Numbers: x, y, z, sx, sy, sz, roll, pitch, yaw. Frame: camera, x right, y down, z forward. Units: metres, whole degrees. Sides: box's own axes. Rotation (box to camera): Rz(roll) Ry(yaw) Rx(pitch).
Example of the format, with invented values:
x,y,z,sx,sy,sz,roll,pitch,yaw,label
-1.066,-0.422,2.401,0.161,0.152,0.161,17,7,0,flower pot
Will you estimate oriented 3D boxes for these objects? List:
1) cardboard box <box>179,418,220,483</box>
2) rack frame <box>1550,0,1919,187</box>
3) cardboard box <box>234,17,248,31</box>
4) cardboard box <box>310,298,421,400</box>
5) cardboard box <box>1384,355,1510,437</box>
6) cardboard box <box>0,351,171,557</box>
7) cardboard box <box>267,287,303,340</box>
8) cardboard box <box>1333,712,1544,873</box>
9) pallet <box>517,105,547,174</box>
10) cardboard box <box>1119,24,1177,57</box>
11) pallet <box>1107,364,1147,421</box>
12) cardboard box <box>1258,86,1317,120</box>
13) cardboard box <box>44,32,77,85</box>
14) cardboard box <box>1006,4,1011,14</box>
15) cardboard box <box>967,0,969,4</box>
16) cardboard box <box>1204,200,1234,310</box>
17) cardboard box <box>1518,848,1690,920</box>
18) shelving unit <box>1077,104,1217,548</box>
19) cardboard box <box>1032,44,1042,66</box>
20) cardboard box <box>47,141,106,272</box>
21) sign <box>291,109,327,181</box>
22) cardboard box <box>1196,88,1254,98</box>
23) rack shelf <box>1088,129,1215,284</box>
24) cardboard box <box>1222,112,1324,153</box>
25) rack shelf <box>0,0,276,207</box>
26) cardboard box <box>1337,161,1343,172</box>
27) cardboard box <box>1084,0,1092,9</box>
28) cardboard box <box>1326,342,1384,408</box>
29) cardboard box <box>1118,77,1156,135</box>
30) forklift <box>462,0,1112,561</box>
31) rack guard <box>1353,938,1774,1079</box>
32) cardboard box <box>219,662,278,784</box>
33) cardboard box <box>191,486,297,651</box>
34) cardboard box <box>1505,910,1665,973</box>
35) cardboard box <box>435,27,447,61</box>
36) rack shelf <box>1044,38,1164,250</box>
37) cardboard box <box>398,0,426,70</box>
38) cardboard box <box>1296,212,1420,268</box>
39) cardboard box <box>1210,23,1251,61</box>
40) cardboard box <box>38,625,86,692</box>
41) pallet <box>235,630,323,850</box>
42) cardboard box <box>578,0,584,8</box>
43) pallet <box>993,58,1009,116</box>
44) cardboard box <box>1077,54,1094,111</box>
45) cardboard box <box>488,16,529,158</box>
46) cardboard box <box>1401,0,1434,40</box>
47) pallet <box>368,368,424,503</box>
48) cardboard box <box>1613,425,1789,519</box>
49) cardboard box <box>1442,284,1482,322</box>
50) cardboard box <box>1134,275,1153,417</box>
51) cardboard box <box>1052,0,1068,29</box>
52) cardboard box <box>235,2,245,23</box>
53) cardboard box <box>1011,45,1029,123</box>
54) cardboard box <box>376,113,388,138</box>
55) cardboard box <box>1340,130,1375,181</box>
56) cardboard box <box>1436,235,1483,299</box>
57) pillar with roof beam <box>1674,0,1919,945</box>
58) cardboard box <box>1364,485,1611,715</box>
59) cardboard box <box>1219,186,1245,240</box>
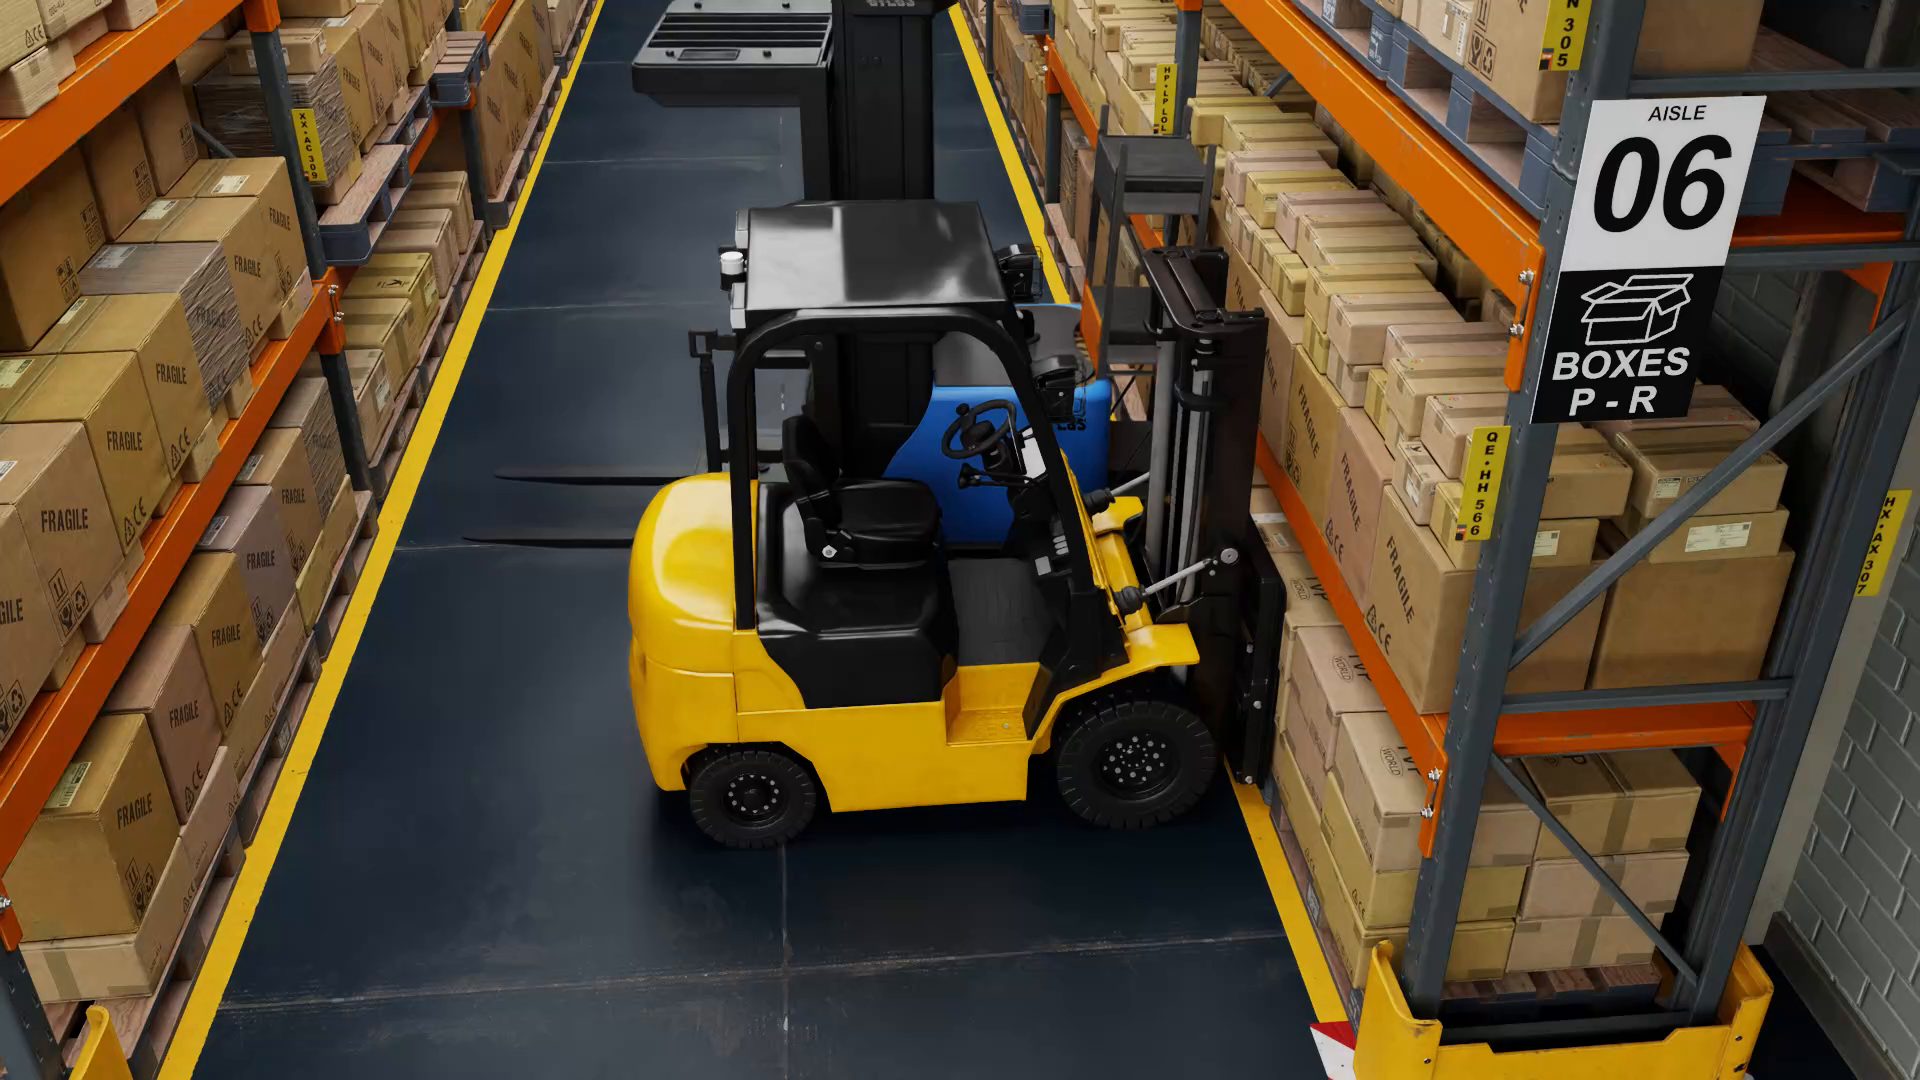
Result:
x,y,z,sx,sy,sz,roll,pitch,yaw,label
-2.966,-0.325,6.114,0.380,0.149,0.250,-2,31,-4,cardboard box
1.863,-2.136,3.050,1.000,3.000,0.127,-3,31,-5,rack frame
-3.813,-2.455,8.639,0.500,0.500,0.500,-2,31,-3,cardboard box
-3.574,-1.050,9.235,0.950,0.372,0.625,-1,31,-1,cardboard box
1.515,-0.439,5.040,0.380,0.149,0.250,-2,31,-3,cardboard box
-2.947,-0.271,5.391,0.500,0.500,0.500,-3,31,-6,cardboard box
-3.088,-0.978,7.208,0.380,0.149,0.250,-2,31,-3,cardboard box
1.510,0.790,5.298,0.500,0.250,0.500,-2,31,-3,cardboard box
-3.935,-3.235,13.461,1.003,0.211,1.213,-3,31,-5,pallet
1.088,-2.739,9.180,0.380,0.149,0.250,-2,31,-4,cardboard box
1.382,-0.780,9.350,1.003,0.211,1.213,-3,31,-5,pallet
1.670,-2.114,8.133,0.380,0.149,0.250,-3,31,-6,cardboard box
-2.976,-1.478,5.118,0.380,0.149,0.250,-4,31,-6,cardboard box
0.614,-4.739,14.654,0.380,0.149,0.250,-4,31,-6,cardboard box
0.322,-5.807,17.074,0.500,0.500,0.500,-2,31,-4,cardboard box
1.336,-1.141,7.138,0.500,0.500,0.500,-2,31,-4,cardboard box
2.026,0.975,5.477,0.500,0.250,0.500,-2,31,-4,cardboard box
0.782,-0.864,7.552,0.431,2.100,0.503,0,33,-6,shelving unit
0.777,-3.809,13.098,0.380,0.149,0.250,-3,31,-5,cardboard box
-3.581,-1.208,5.985,0.700,0.500,0.500,-3,31,-6,cardboard box
-2.912,-1.764,7.435,0.100,0.325,0.005,-3,31,-5,sign
1.237,-2.088,8.090,0.380,0.149,0.250,-2,31,-3,cardboard box
0.814,-1.442,7.182,0.431,0.518,0.480,0,33,-6,rack shelf
1.356,-1.746,7.228,0.380,0.149,0.250,-2,31,-4,cardboard box
-3.265,-1.321,5.312,1.077,0.370,4.000,-3,31,-5,rack shelf
1.833,-1.646,7.350,0.380,0.149,0.250,-4,31,-6,cardboard box
0.965,-3.390,10.271,0.380,0.149,0.250,-2,31,-4,cardboard box
1.451,-0.571,5.551,0.380,0.149,0.250,-4,31,-6,cardboard box
1.134,-2.254,8.756,0.500,0.250,0.500,-4,31,-6,cardboard box
-0.831,-1.245,7.475,3.031,2.935,1.130,0,31,0,forklift
1.866,1.525,5.209,1.175,0.500,0.348,-3,31,-5,rack guard
-2.982,0.715,6.399,0.500,0.250,0.500,-1,31,-1,cardboard box
-3.031,0.125,6.657,0.500,0.500,0.500,-1,31,-2,cardboard box
2.012,1.180,5.622,0.500,0.250,0.500,-3,31,-4,cardboard box
-3.396,-3.062,10.286,0.380,0.149,0.250,-3,31,-5,cardboard box
1.303,-2.315,9.902,1.077,0.370,4.000,-3,31,-5,rack shelf
-3.399,-3.016,9.577,0.500,0.500,0.500,-5,31,-8,cardboard box
1.464,-1.094,6.137,0.380,0.149,0.250,-3,31,-4,cardboard box
1.604,-2.767,9.227,0.380,0.149,0.250,-3,31,-5,cardboard box
-2.886,0.336,5.007,0.380,0.149,0.250,-4,31,-6,cardboard box
-3.237,0.800,6.705,1.003,0.211,1.213,-3,31,-5,pallet
-4.318,-5.771,17.075,0.875,0.438,0.875,-2,31,-3,cardboard box
0.856,-4.076,14.869,1.003,0.211,1.213,-3,31,-5,pallet
1.011,-2.822,10.196,0.500,0.250,0.500,-4,31,-6,cardboard box
-3.887,-3.485,12.822,0.875,0.875,0.875,-2,31,-4,cardboard box
1.460,-1.552,4.621,0.396,0.266,0.258,-3,31,-4,cardboard box
-3.526,-0.563,8.987,1.003,0.211,1.213,-3,31,-5,pallet
2.045,-0.191,4.625,0.380,0.149,0.250,-3,31,-6,cardboard box
1.969,-0.851,6.019,0.380,0.149,0.250,-3,31,-5,cardboard box
1.430,-1.029,8.954,0.875,0.625,0.625,-1,31,-2,cardboard box
0.889,-3.556,10.936,0.500,0.250,0.500,-3,31,-5,cardboard box
-3.846,-2.707,8.428,0.380,0.149,0.250,-4,31,-7,cardboard box
0.707,-3.745,13.623,0.500,0.500,0.500,-4,31,-6,cardboard box
-3.310,-2.261,8.946,0.380,0.149,0.250,-3,31,-4,cardboard box
1.841,-1.639,7.048,0.380,0.149,0.250,-3,31,-5,cardboard box
1.929,-0.982,5.949,0.380,0.149,0.250,-3,31,-4,cardboard box
-1.591,-2.328,3.373,9.100,9.000,0.400,-3,31,-5,pillar with roof beam
1.556,0.158,4.963,0.500,0.500,0.500,-3,31,-6,cardboard box
1.285,-1.355,6.864,0.380,0.149,0.250,-2,31,-3,cardboard box
